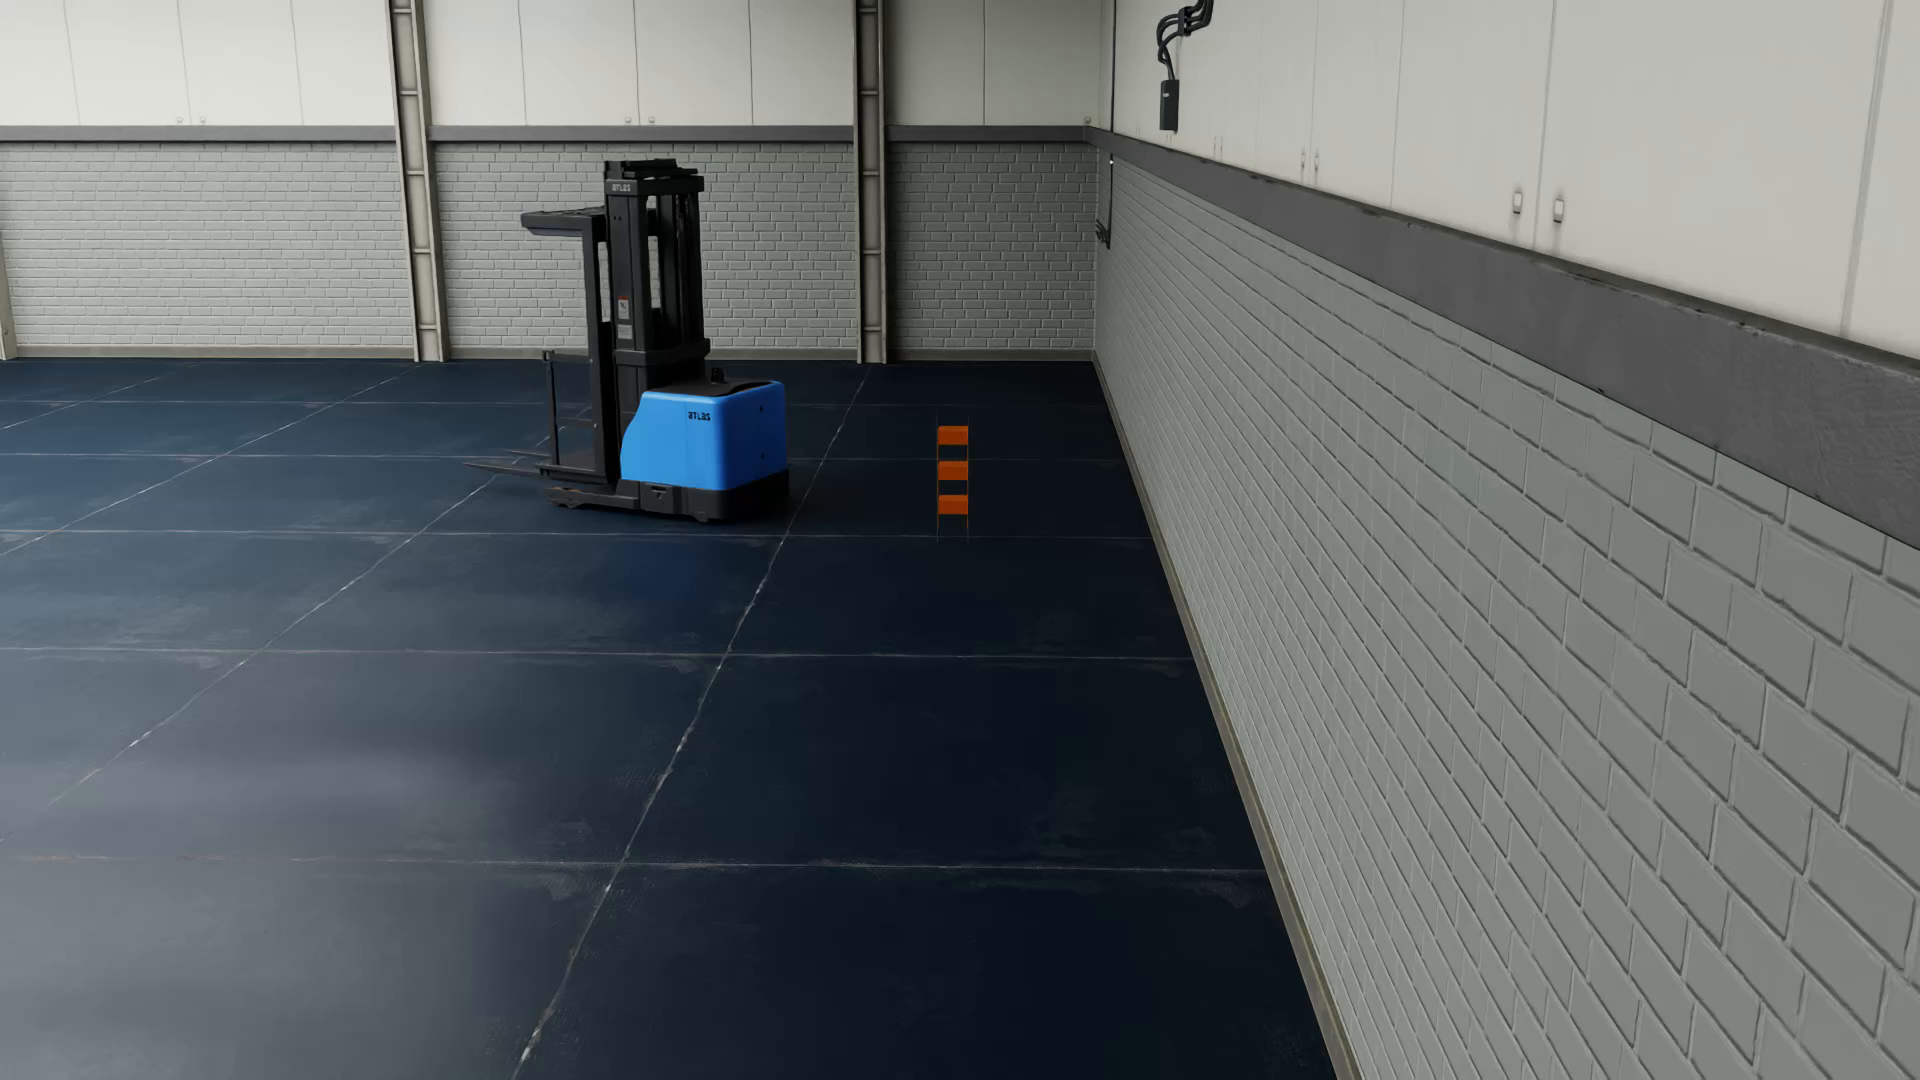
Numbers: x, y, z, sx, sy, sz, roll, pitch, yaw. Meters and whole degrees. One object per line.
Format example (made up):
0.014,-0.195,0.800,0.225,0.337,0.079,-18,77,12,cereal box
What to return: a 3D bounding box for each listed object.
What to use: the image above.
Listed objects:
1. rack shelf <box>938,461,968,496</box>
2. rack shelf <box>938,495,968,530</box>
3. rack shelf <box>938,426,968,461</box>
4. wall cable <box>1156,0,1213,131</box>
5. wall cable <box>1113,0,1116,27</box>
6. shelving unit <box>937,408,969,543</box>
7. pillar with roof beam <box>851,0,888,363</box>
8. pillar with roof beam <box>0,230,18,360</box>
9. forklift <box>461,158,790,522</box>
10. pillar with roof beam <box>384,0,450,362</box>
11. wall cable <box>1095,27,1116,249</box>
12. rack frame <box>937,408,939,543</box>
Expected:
-0.053,-0.498,13.210,0.240,0.259,0.215,0,15,1,rack shelf
-0.053,-0.229,13.281,0.240,0.259,0.215,0,15,1,rack shelf
-0.053,-0.772,13.138,0.240,0.259,0.215,0,15,1,rack shelf
1.475,-5.631,10.376,0.169,6.003,2.305,0,15,1,wall cable
1.665,-6.658,17.122,0.112,2.526,3.097,0,15,1,wall cable
-0.053,-0.508,13.207,0.252,1.050,0.215,0,15,1,shelving unit
-1.287,-5.666,17.175,0.400,9.000,9.100,0,15,1,pillar with roof beam
-13.284,-5.744,17.471,0.400,9.000,9.100,0,15,1,pillar with roof beam
-3.042,-1.803,14.429,3.031,2.935,1.130,7,16,26,forklift
-7.286,-5.705,17.323,0.400,9.000,9.100,0,15,1,pillar with roof beam
1.734,-4.906,20.381,0.112,2.526,3.097,0,15,1,wall cable
-0.175,-0.509,13.210,0.008,1.050,0.200,0,15,1,rack frame
